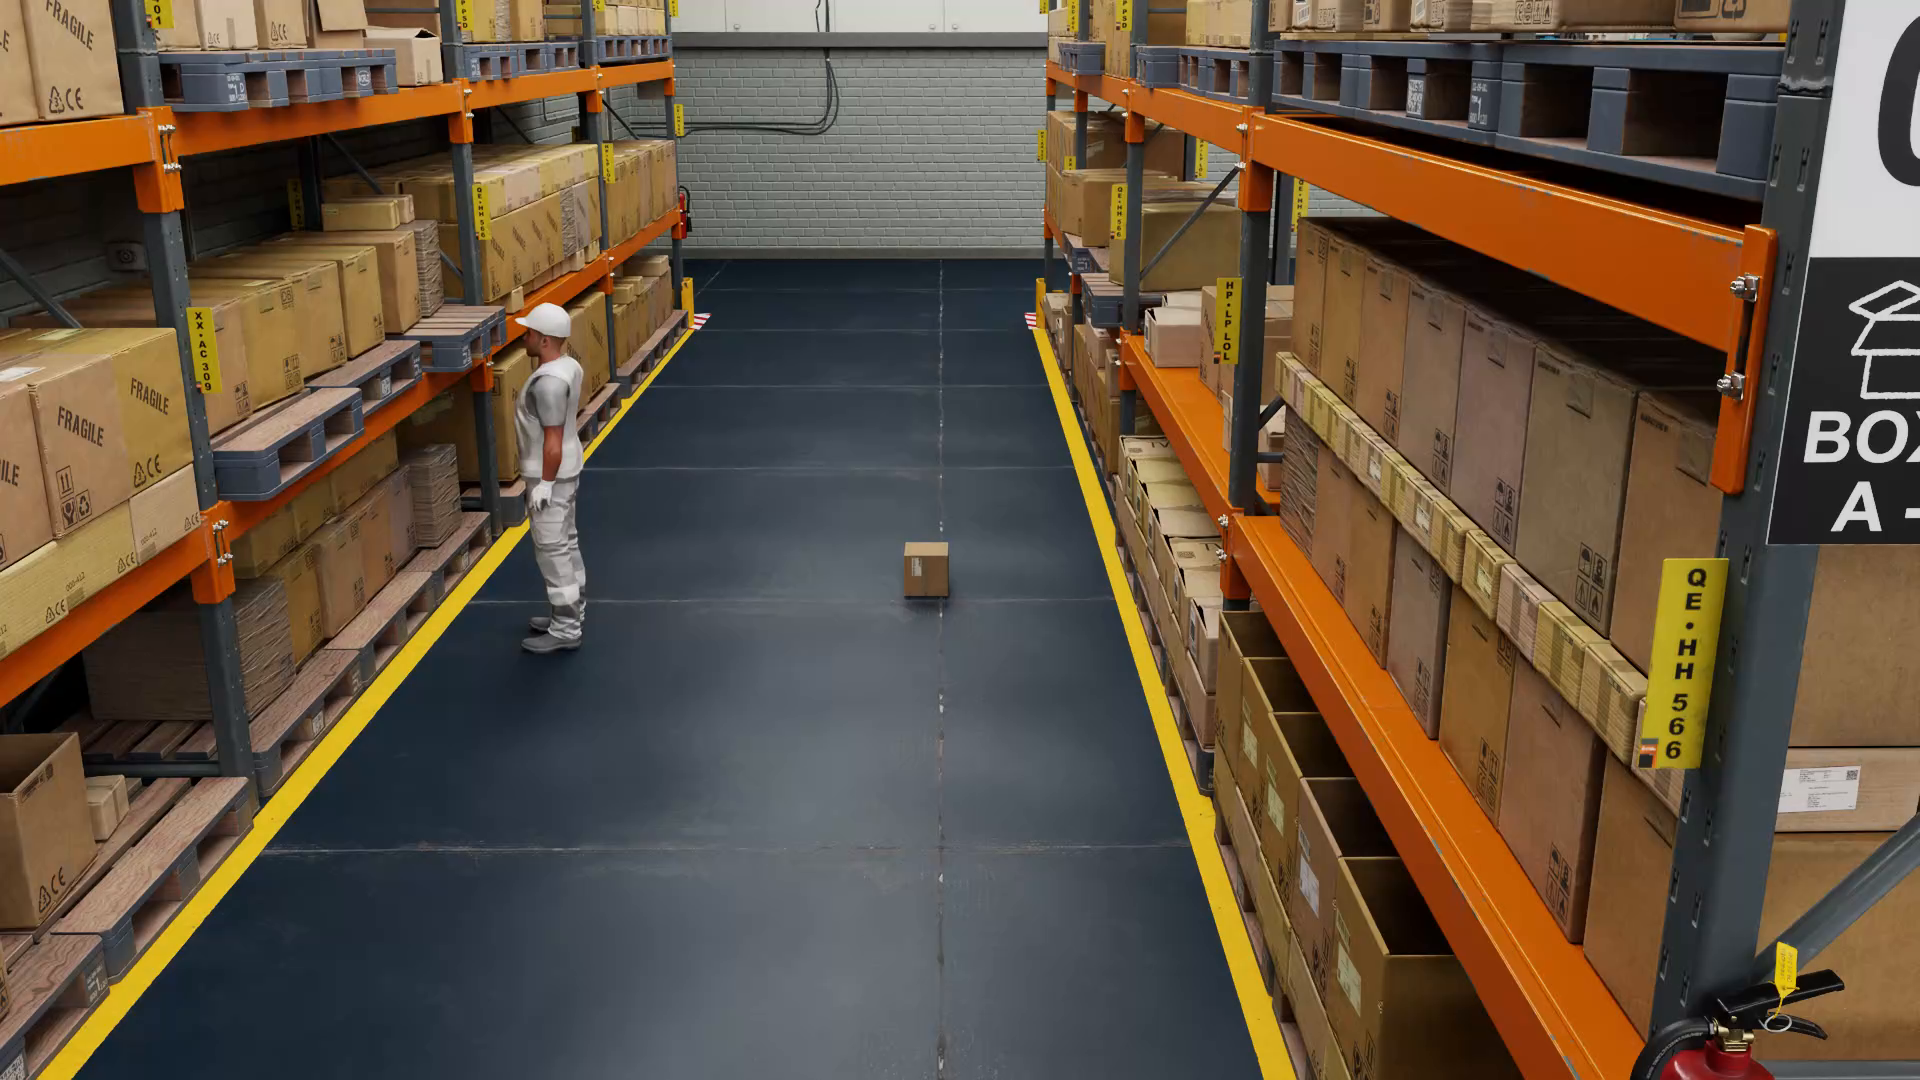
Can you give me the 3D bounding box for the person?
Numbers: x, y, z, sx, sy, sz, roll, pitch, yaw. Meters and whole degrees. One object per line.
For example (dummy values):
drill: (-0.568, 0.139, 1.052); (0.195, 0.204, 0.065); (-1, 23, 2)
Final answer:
person: (-2.119, -0.323, 8.558); (0.386, 1.794, 0.526); (-1, 17, -3)
